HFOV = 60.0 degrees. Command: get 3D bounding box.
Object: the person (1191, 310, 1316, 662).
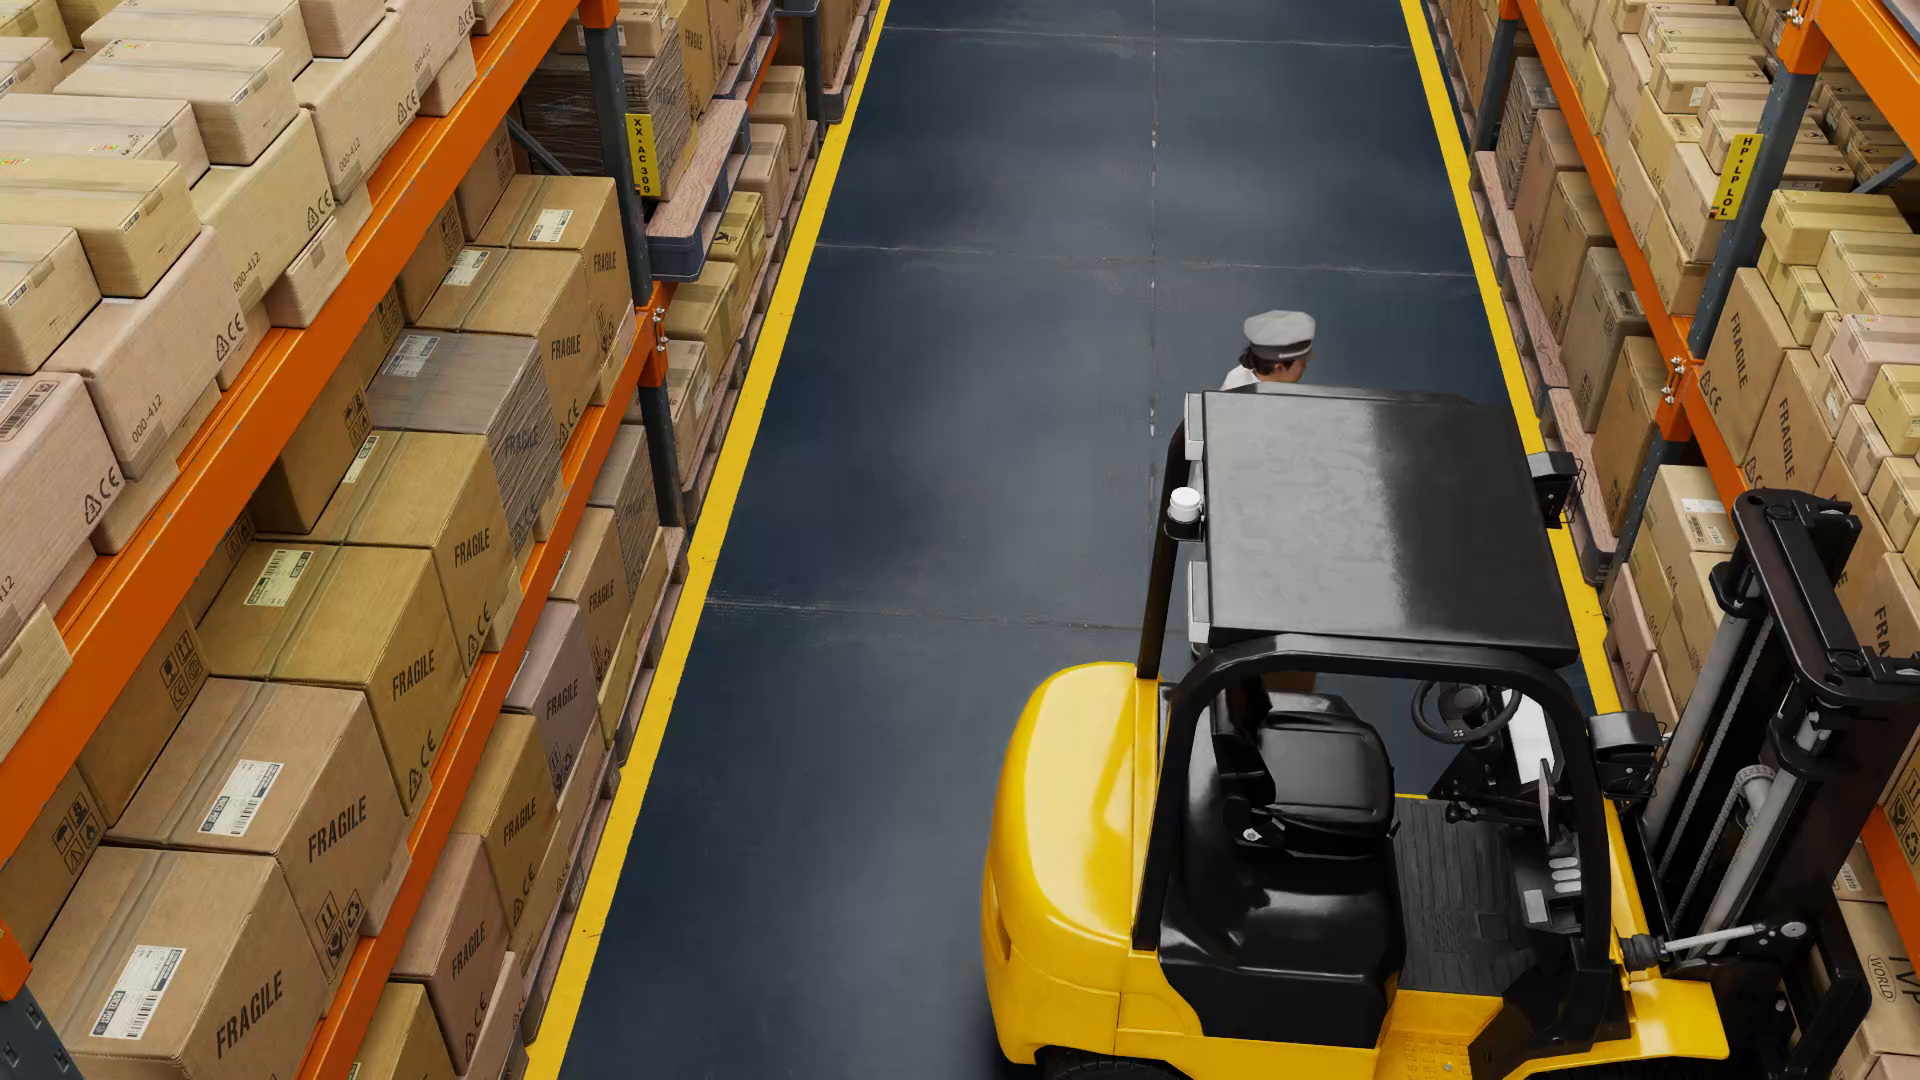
[{"bbox_3d":[1.064,-0.110,6.285,0.373,1.661,0.536,1,40,1],"label":"person"}]
